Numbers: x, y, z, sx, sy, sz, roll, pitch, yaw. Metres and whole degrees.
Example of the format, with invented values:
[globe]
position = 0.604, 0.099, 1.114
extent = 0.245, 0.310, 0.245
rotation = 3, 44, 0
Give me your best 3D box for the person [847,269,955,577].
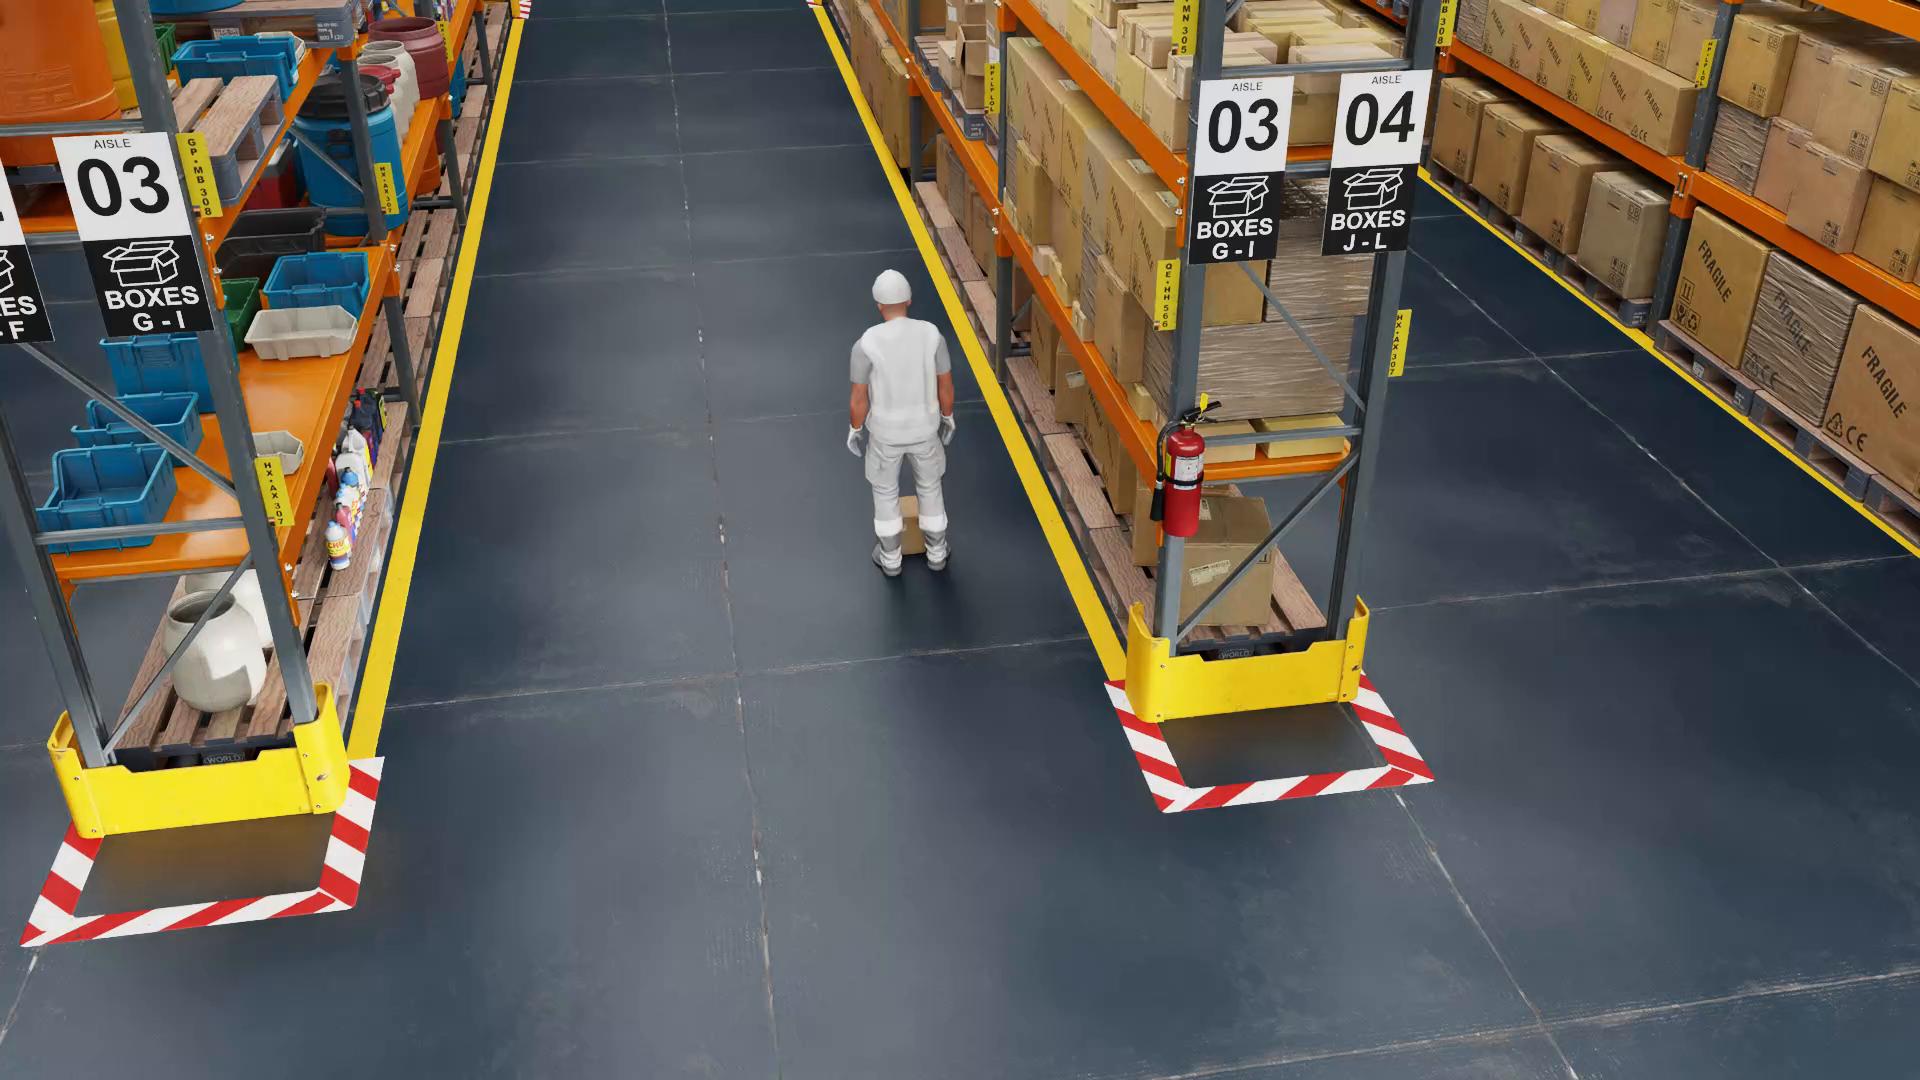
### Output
[person]
position = -0.323, -0.626, 9.192
extent = 0.617, 1.778, 0.453
rotation = -7, 31, -12
